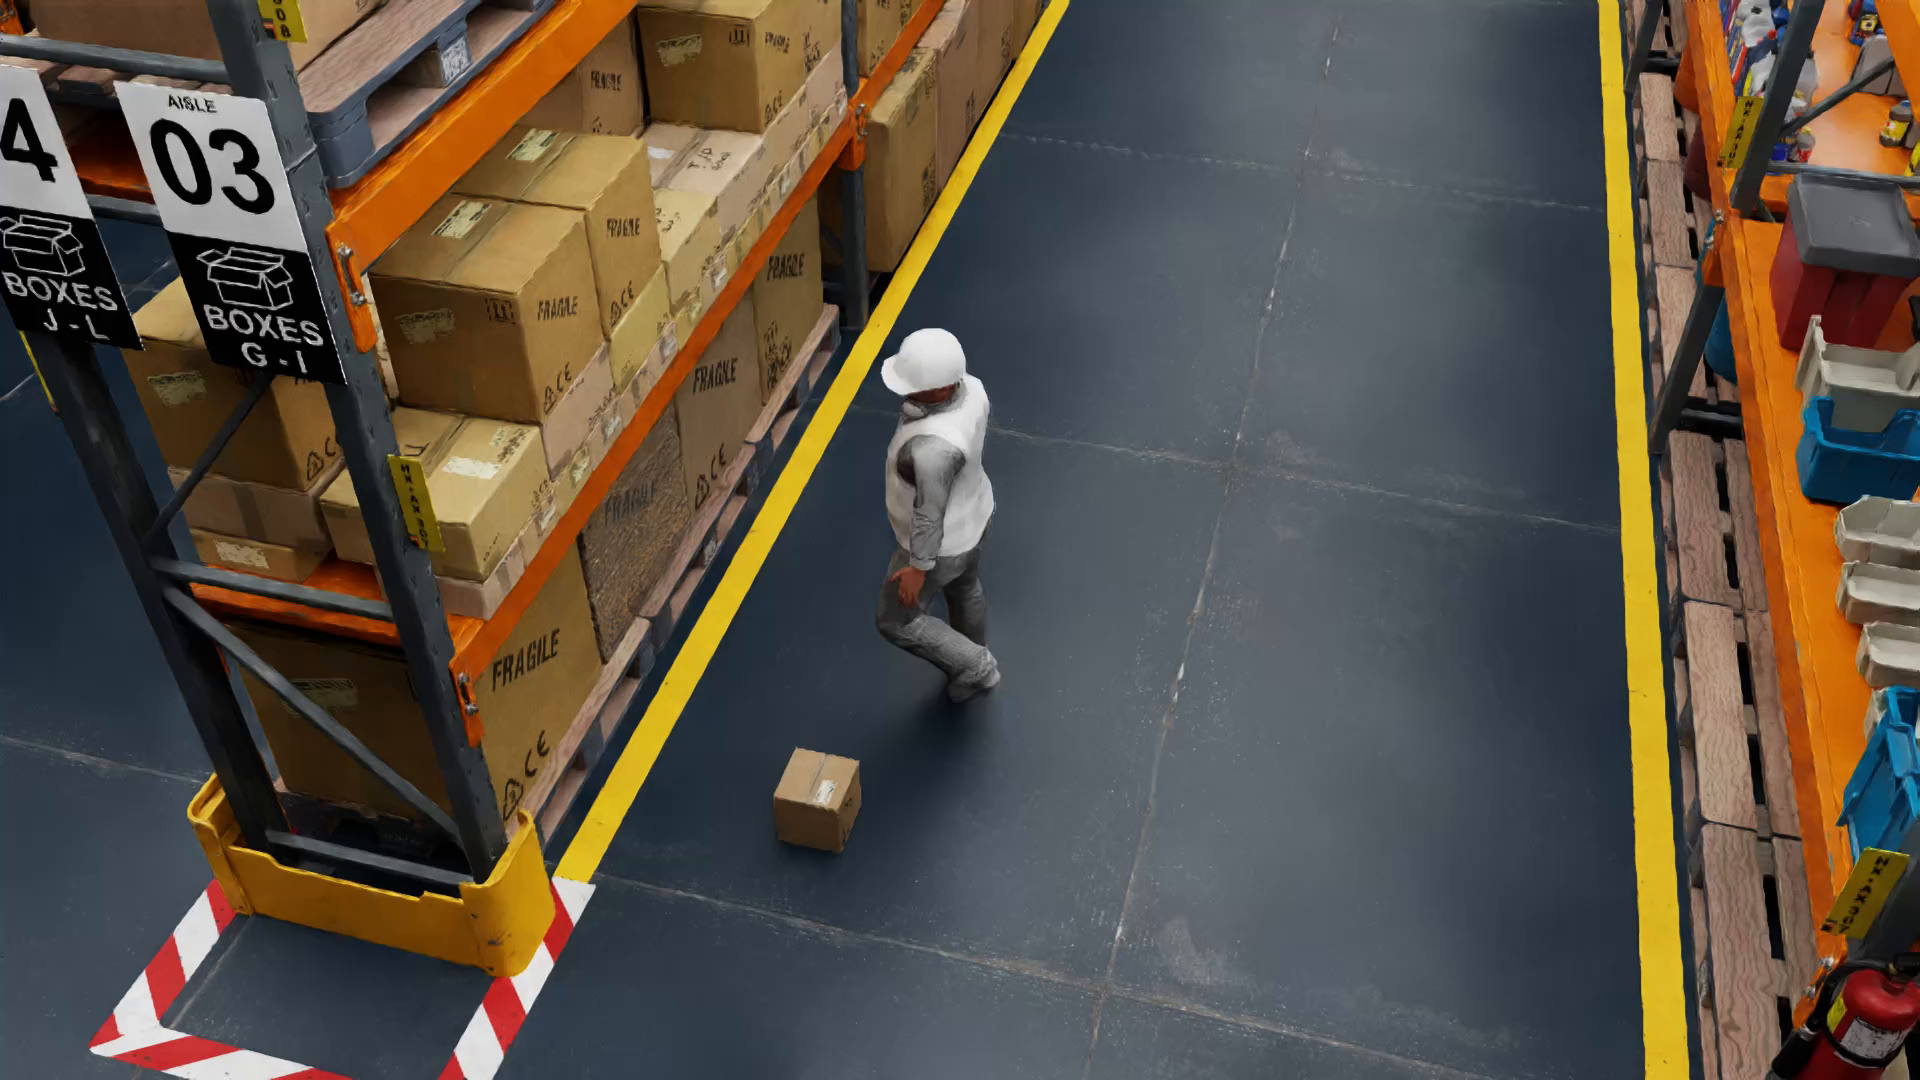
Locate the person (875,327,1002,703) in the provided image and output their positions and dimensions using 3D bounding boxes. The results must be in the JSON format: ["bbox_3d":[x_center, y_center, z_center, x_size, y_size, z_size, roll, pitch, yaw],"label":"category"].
[{"bbox_3d":[-0.043,-0.051,6.169,0.477,1.762,0.618,12,42,14],"label":"person"}]
